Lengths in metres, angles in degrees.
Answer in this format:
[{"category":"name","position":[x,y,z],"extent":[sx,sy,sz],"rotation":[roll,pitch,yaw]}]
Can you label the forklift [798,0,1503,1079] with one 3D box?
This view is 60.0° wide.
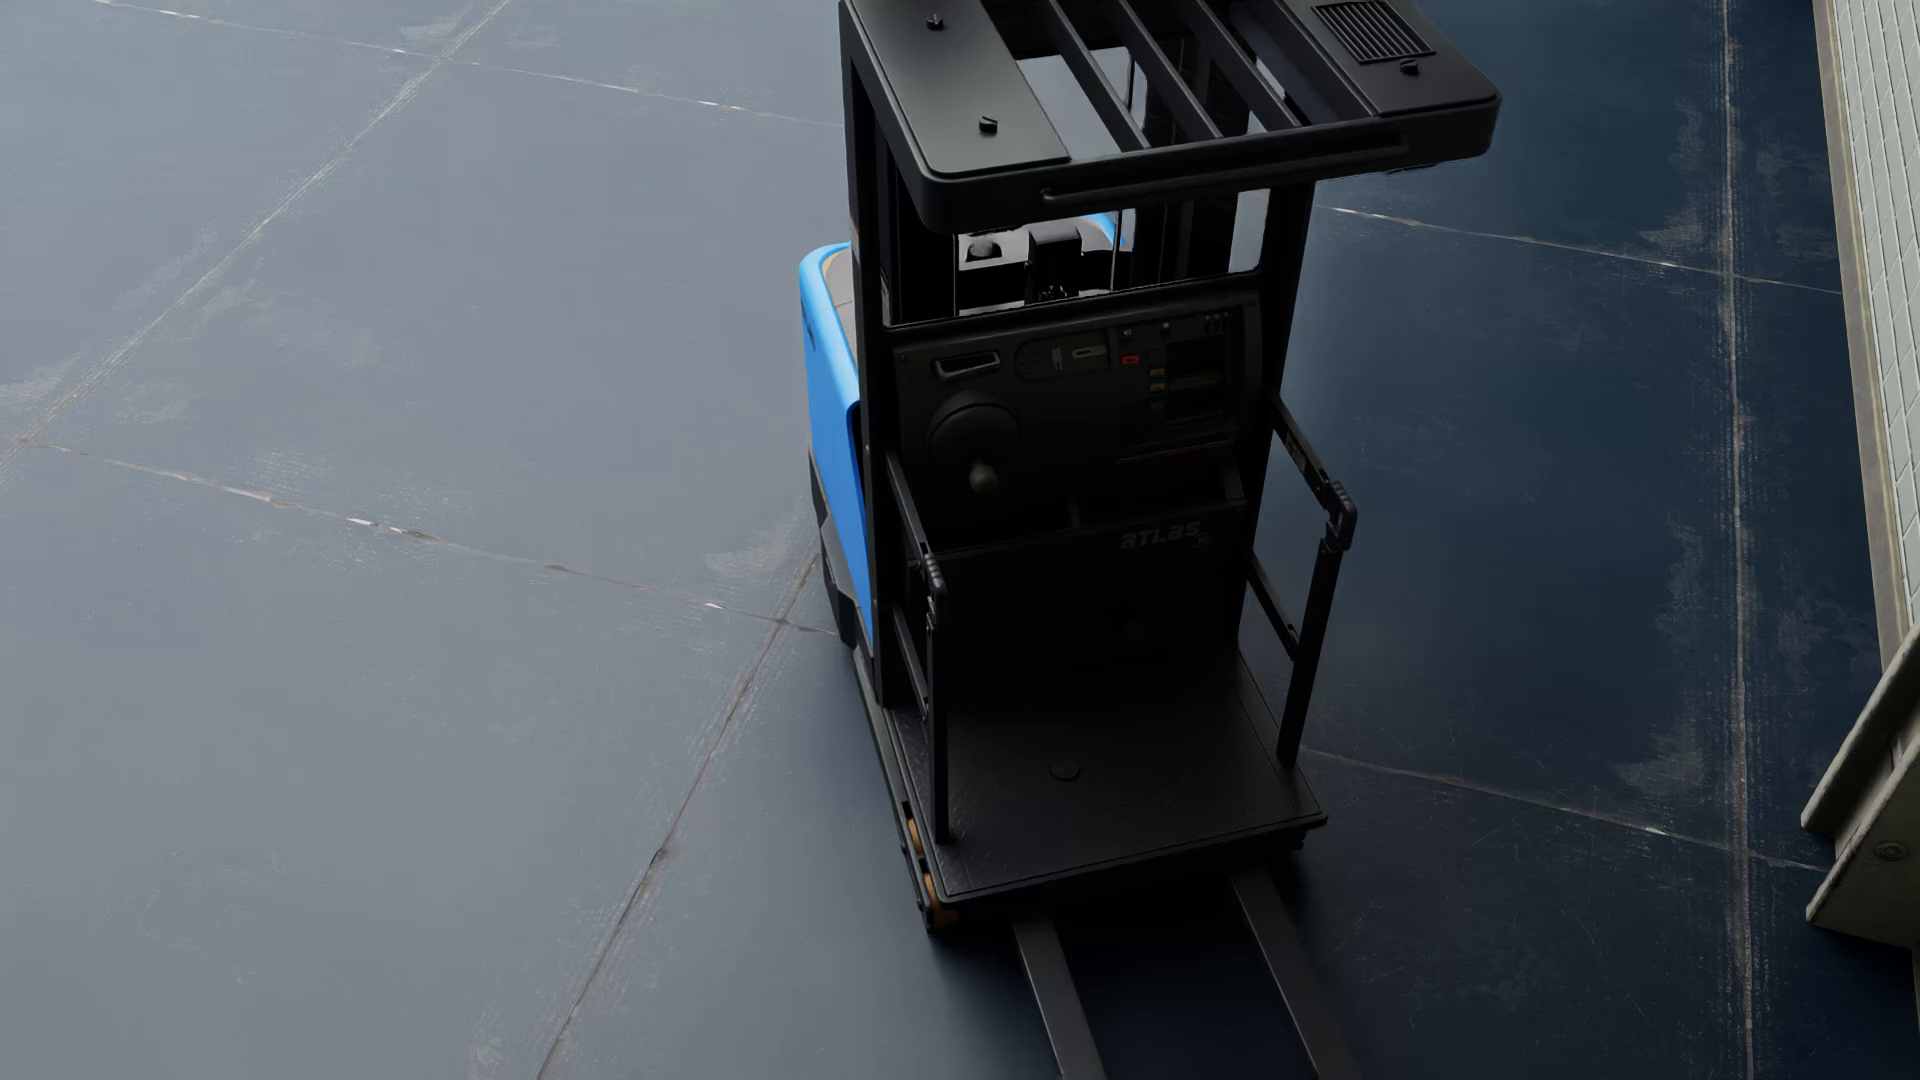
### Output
[{"category":"forklift","position":[0.355,-0.272,3.932],"extent":[1.130,2.935,3.031],"rotation":[-10,45,-10]}]
